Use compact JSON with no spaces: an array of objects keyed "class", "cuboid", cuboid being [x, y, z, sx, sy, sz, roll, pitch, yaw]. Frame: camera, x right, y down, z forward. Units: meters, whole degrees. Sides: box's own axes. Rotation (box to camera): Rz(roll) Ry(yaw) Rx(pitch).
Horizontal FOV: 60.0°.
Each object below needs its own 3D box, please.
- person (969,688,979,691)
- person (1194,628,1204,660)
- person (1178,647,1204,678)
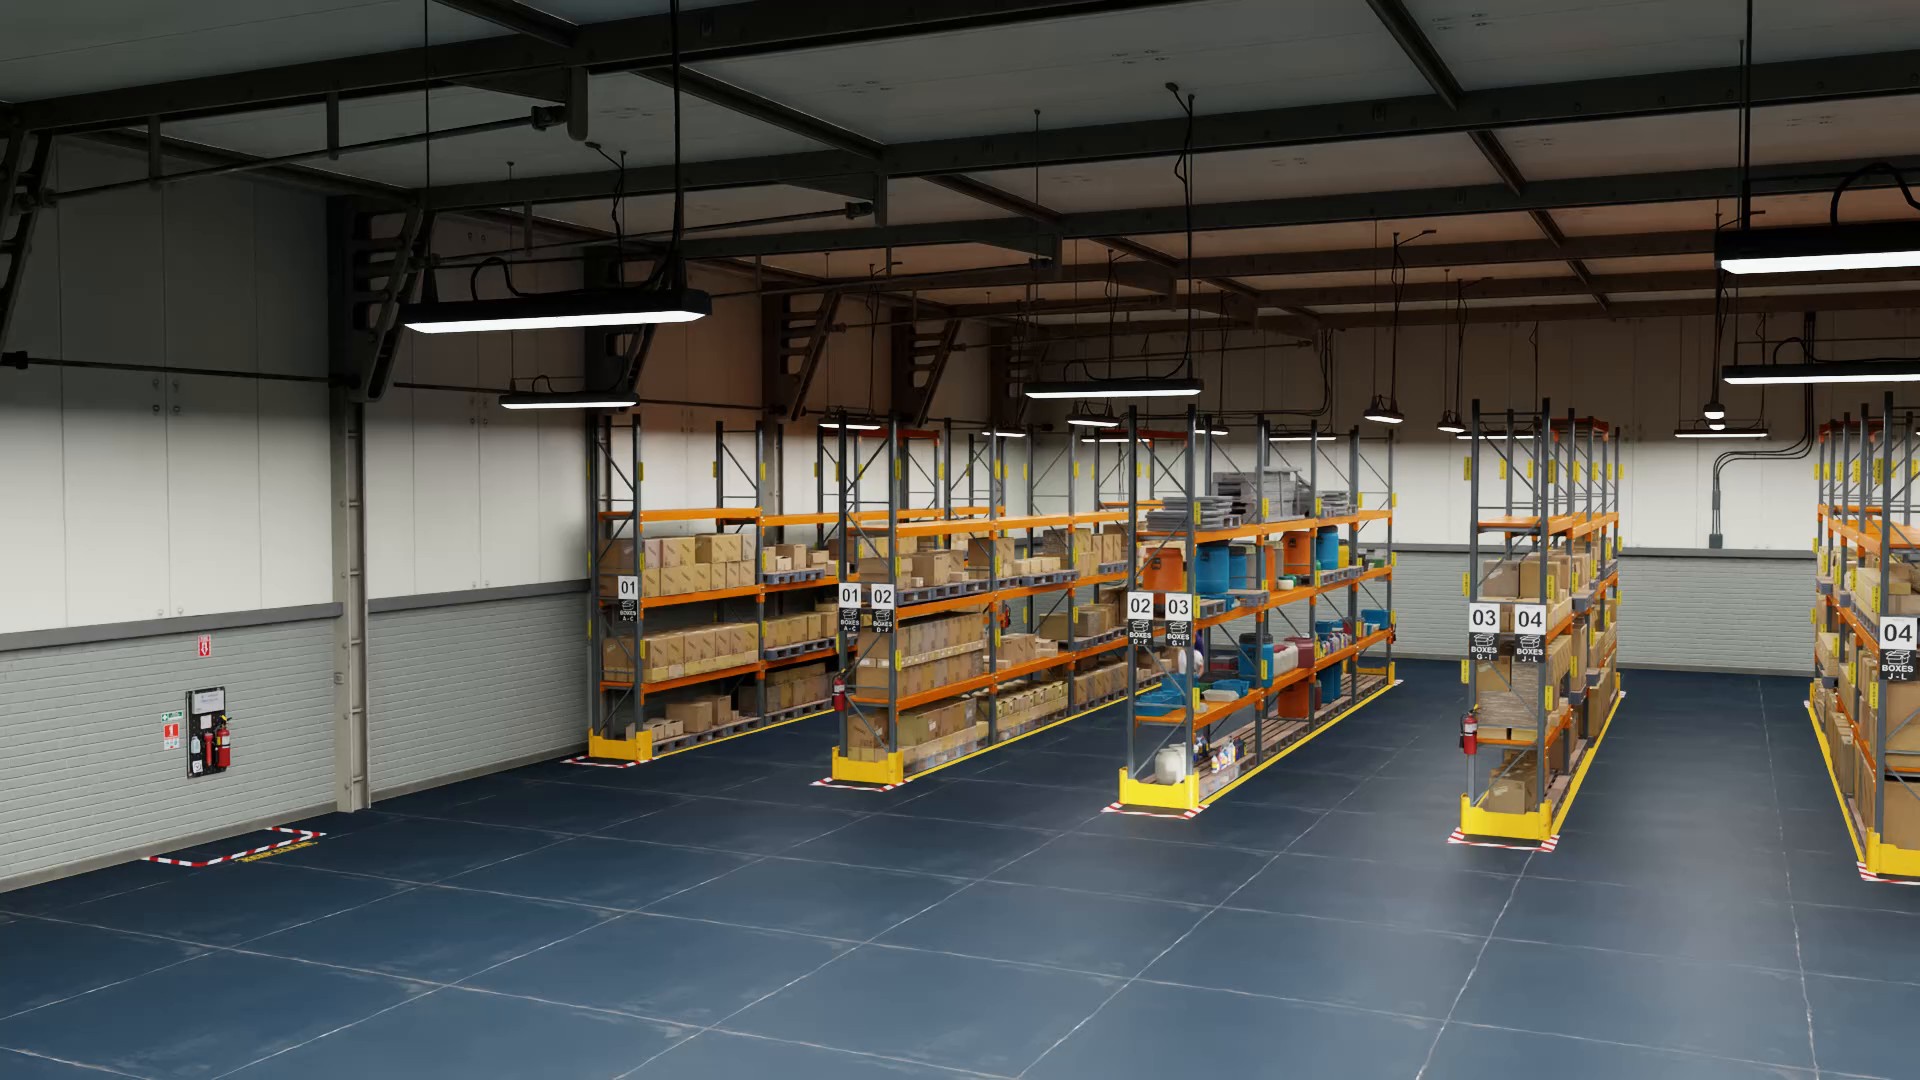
[{"class":"person","cuboid":[0.264,2.602,38.048,0.670,1.837,0.678,2,3,35]},{"class":"person","cuboid":[6.281,2.419,44.177,0.463,1.524,1.002,-1,3,-32]},{"class":"person","cuboid":[4.618,2.779,33.041,0.582,1.746,0.579,2,3,38]}]
